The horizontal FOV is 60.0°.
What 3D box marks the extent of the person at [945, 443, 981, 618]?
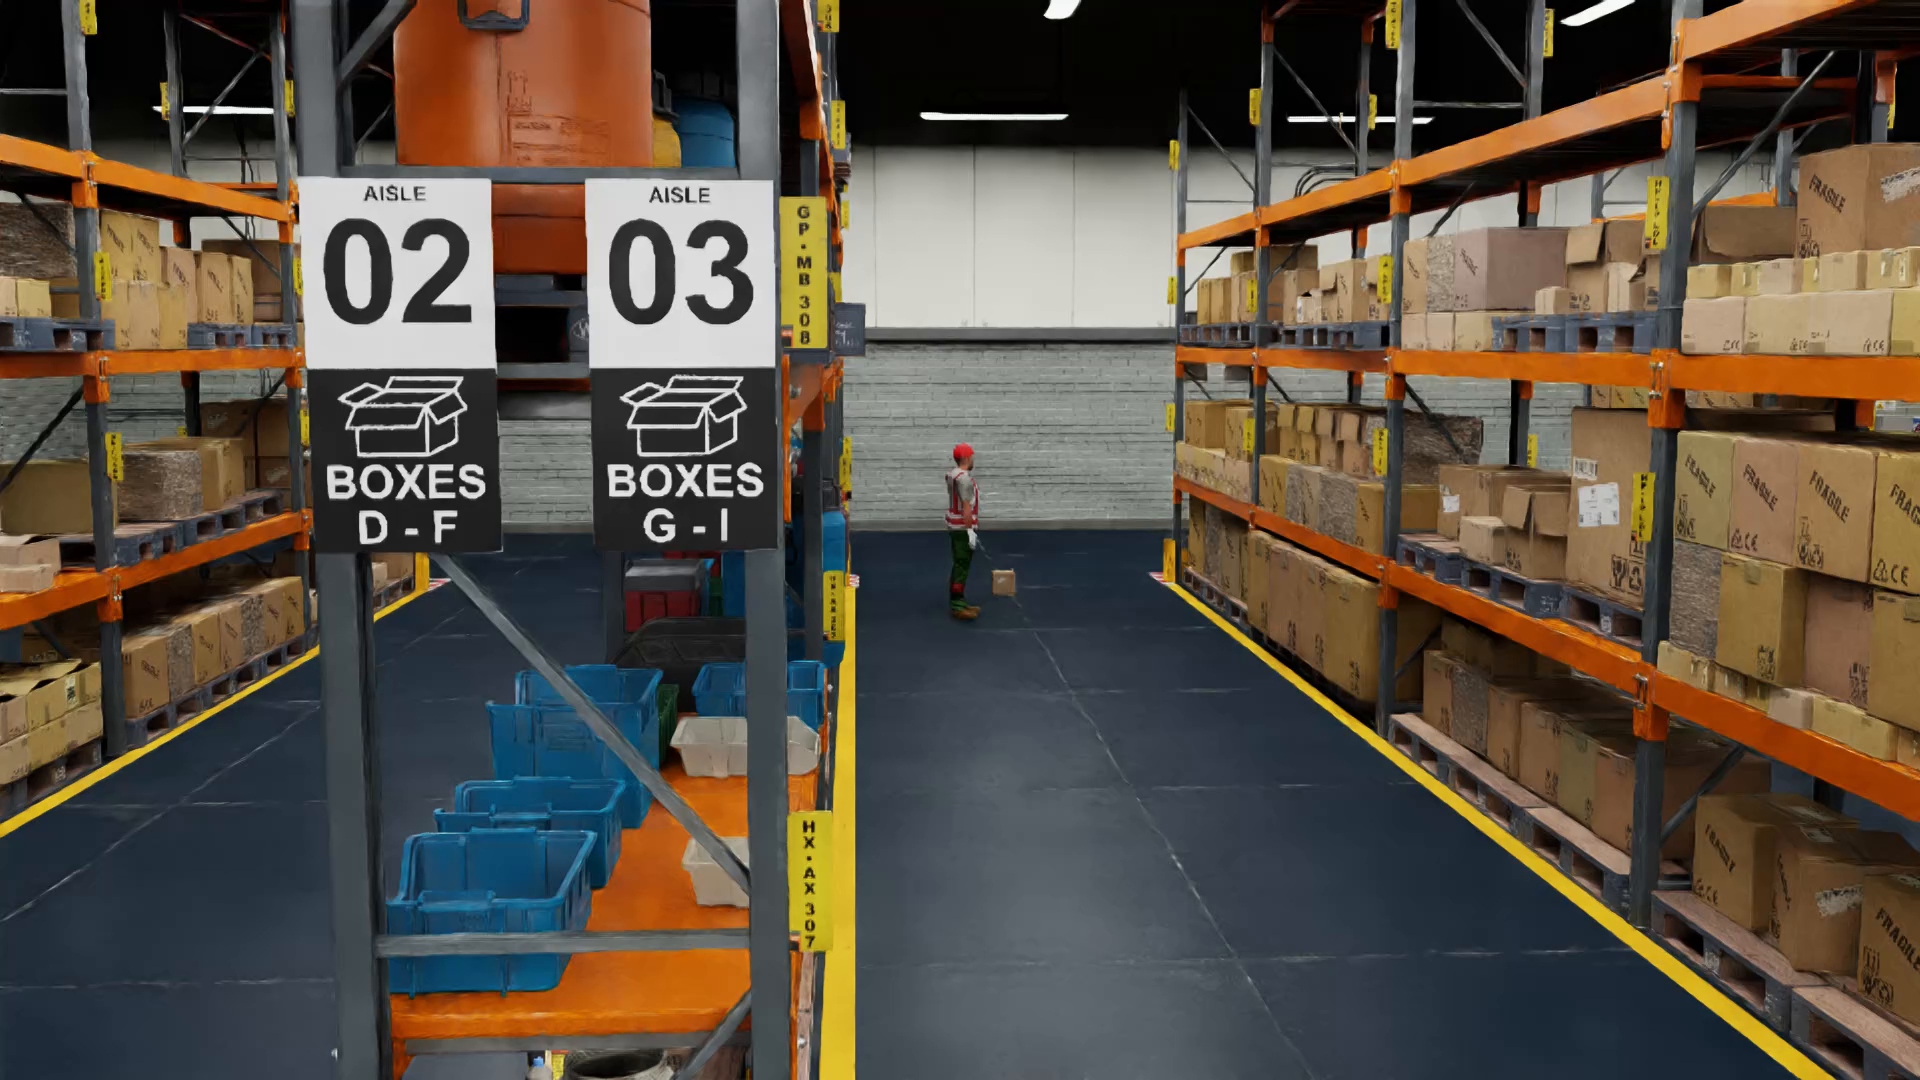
[{"bbox_3d":[0.052,-0.110,17.315,0.377,1.797,0.632,-1,7,-12],"label":"person"}]
